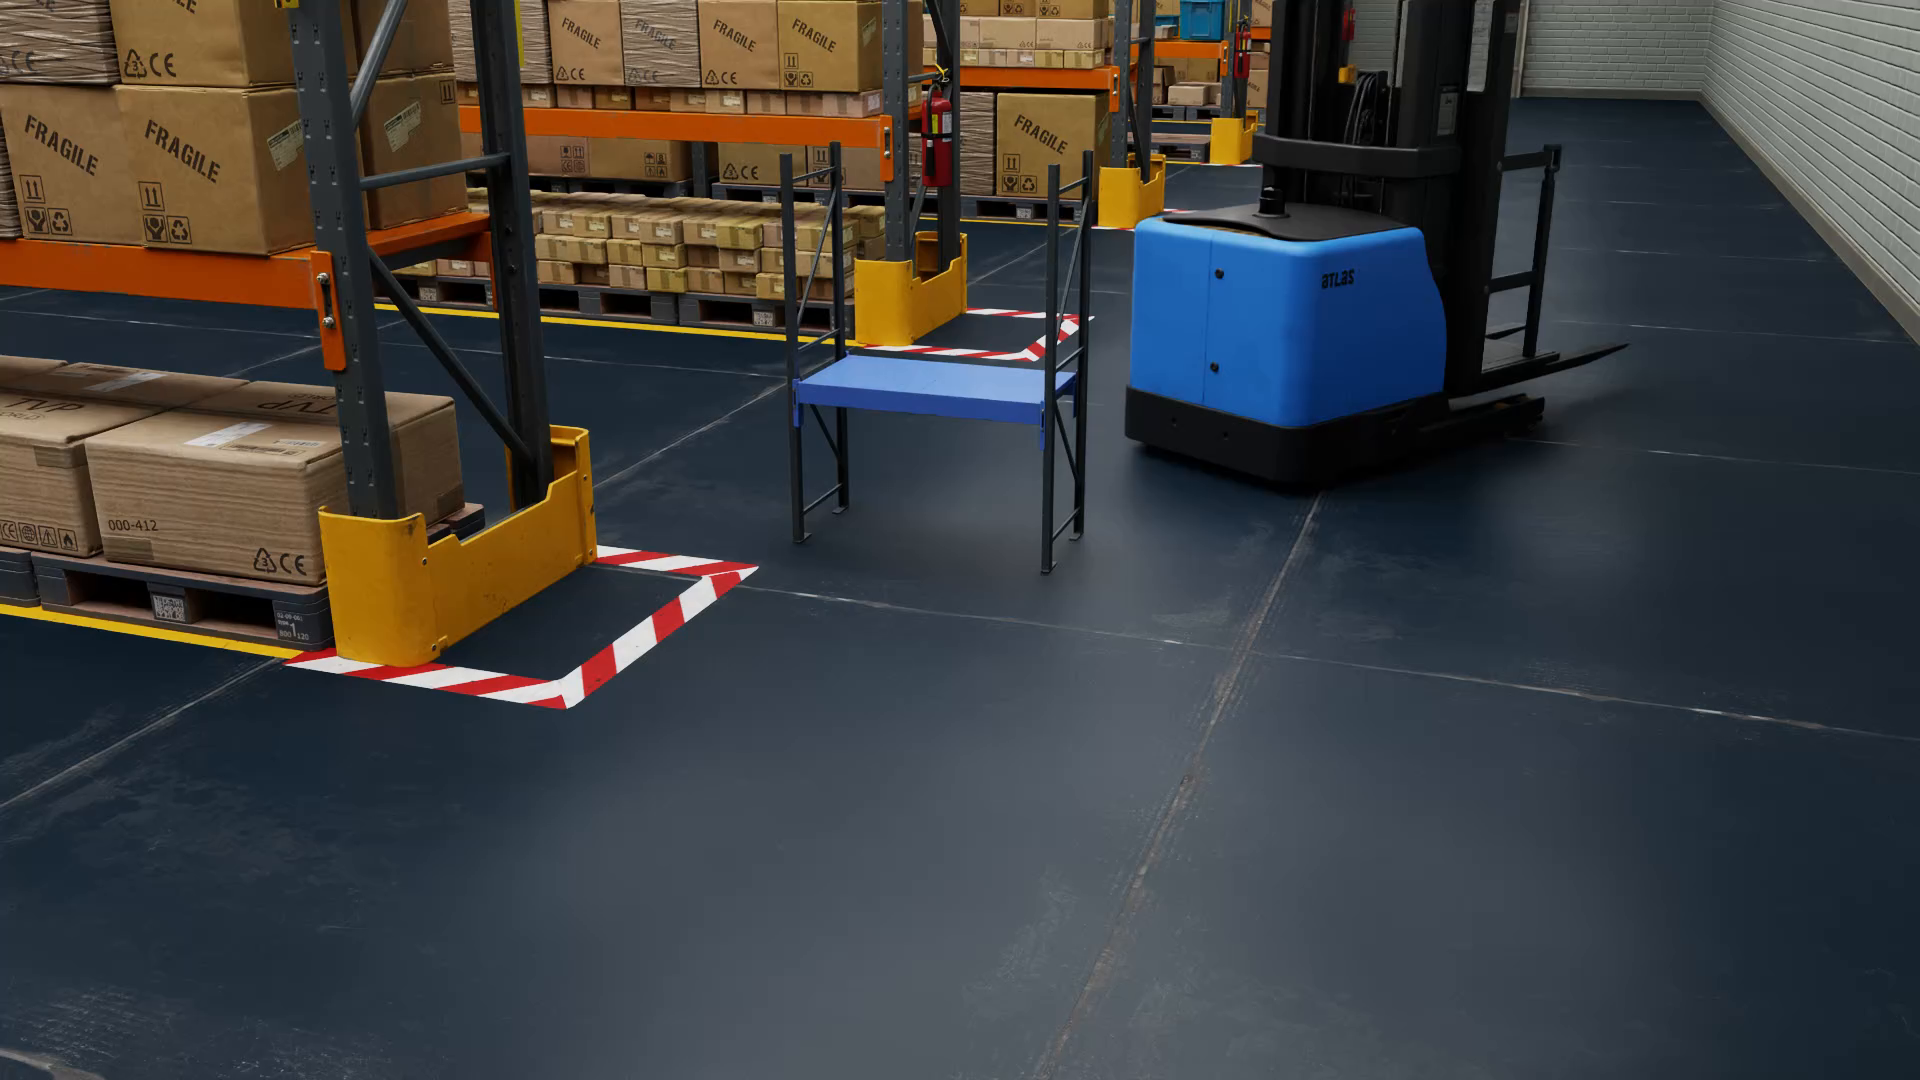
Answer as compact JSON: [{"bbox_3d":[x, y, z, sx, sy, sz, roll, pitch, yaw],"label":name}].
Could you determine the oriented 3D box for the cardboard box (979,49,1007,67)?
[{"bbox_3d":[0.340,-4.180,14.392,0.250,0.149,0.380,7,20,19],"label":"cardboard box"}]

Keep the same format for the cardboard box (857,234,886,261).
[{"bbox_3d":[-0.630,-1.878,10.647,0.250,0.149,0.380,7,21,20],"label":"cardboard box"}]

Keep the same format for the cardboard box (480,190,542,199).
[{"bbox_3d":[-3.085,-2.316,11.454,0.250,0.149,0.380,6,20,18],"label":"cardboard box"}]

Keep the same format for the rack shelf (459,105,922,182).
[{"bbox_3d":[-2.109,-2.625,10.643,4.000,0.370,1.077,7,20,18],"label":"rack shelf"}]

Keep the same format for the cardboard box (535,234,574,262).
[{"bbox_3d":[-2.526,-1.906,10.729,0.250,0.149,0.380,6,20,18],"label":"cardboard box"}]

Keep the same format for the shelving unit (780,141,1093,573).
[{"bbox_3d":[-0.081,-0.717,6.356,1.048,1.500,0.538,7,20,18],"label":"shelving unit"}]

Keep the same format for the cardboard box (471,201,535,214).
[{"bbox_3d":[-2.991,-2.131,10.922,0.250,0.149,0.380,6,20,17],"label":"cardboard box"}]

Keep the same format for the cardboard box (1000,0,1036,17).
[{"bbox_3d":[0.667,-4.893,14.694,0.500,0.500,0.500,6,20,17],"label":"cardboard box"}]

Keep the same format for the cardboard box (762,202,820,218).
[{"bbox_3d":[-1.099,-2.103,10.843,0.250,0.149,0.380,6,20,18],"label":"cardboard box"}]

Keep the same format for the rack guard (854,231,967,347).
[{"bbox_3d":[-0.291,-1.577,10.340,0.348,0.500,1.175,7,20,18],"label":"rack guard"}]

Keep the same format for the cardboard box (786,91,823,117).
[{"bbox_3d":[-0.843,-2.616,9.905,0.250,0.149,0.380,6,20,18],"label":"cardboard box"}]

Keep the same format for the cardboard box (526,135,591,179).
[{"bbox_3d":[-3.730,-4.066,16.274,0.875,0.875,1.225,6,20,16],"label":"cardboard box"}]

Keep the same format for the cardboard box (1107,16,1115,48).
[{"bbox_3d":[1.139,-4.485,14.663,0.500,0.250,0.500,6,20,17],"label":"cardboard box"}]

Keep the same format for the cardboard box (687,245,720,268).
[{"bbox_3d":[-1.523,-1.826,10.499,0.250,0.149,0.380,6,20,17],"label":"cardboard box"}]

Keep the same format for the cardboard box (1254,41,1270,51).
[{"bbox_3d":[5.155,-8.399,28.289,0.250,0.149,0.380,7,20,19],"label":"cardboard box"}]

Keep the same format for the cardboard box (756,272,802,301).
[{"bbox_3d":[-1.061,-1.589,10.271,0.250,0.149,0.380,7,20,20],"label":"cardboard box"}]

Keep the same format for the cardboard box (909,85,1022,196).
[{"bbox_3d":[0.013,-3.617,14.987,0.875,0.875,0.875,7,20,18],"label":"cardboard box"}]

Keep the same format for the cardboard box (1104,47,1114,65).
[{"bbox_3d":[1.277,-4.302,14.743,0.250,0.149,0.380,7,20,19],"label":"cardboard box"}]

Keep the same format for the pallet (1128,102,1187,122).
[{"bbox_3d":[2.784,-6.269,24.241,1.213,0.211,1.003,7,20,18],"label":"pallet"}]

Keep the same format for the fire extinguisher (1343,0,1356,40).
[{"bbox_3d":[6.371,-8.528,27.168,0.183,0.674,0.296,7,20,18],"label":"fire extinguisher"}]

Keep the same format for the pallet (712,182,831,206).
[{"bbox_3d":[-1.582,-3.289,15.690,1.213,0.211,1.003,7,20,18],"label":"pallet"}]

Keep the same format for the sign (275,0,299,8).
[{"bbox_3d":[-1.940,-1.690,4.749,0.005,0.325,0.100,7,20,18],"label":"sign"}]

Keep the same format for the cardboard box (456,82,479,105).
[{"bbox_3d":[-3.046,-2.881,10.667,0.250,0.149,0.380,6,20,16],"label":"cardboard box"}]

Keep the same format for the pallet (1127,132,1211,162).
[{"bbox_3d":[2.363,-4.604,19.465,1.213,0.211,1.003,7,20,18],"label":"pallet"}]

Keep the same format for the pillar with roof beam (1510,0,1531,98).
[{"bbox_3d":[7.802,-10.372,22.660,0.400,9.000,9.100,7,20,18],"label":"pillar with roof beam"}]

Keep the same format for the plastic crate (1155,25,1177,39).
[{"bbox_3d":[2.299,-5.756,18.840,0.243,0.136,0.396,7,20,18],"label":"plastic crate"}]

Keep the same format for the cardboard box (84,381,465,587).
[{"bbox_3d":[-2.405,-0.227,5.926,0.875,0.438,0.875,6,20,16],"label":"cardboard box"}]

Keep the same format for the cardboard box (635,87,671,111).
[{"bbox_3d":[-1.808,-2.744,10.273,0.250,0.149,0.380,6,20,16],"label":"cardboard box"}]

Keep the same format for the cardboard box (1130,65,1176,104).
[{"bbox_3d":[2.756,-6.619,24.133,0.637,0.503,0.797,7,20,18],"label":"cardboard box"}]

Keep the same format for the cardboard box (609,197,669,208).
[{"bbox_3d":[-2.121,-2.177,11.055,0.250,0.149,0.380,7,20,18],"label":"cardboard box"}]

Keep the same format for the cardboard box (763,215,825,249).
[{"bbox_3d":[-1.021,-1.905,10.274,0.250,0.149,0.380,7,20,19],"label":"cardboard box"}]

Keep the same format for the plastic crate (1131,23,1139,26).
[{"bbox_3d":[2.087,-5.986,19.502,0.298,0.136,0.250,7,20,18],"label":"plastic crate"}]

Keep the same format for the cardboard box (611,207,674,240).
[{"bbox_3d":[-2.016,-2.016,10.592,0.250,0.149,0.380,6,20,16],"label":"cardboard box"}]

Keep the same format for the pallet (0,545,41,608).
[{"bbox_3d":[-3.678,-0.076,6.475,1.213,0.211,1.003,7,20,18],"label":"pallet"}]

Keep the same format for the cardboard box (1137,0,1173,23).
[{"bbox_3d":[2.809,-7.536,23.485,0.500,0.500,0.500,6,20,17],"label":"cardboard box"}]

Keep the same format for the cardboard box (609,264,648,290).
[{"bbox_3d":[-2.033,-1.711,10.620,0.250,0.149,0.380,7,20,19],"label":"cardboard box"}]

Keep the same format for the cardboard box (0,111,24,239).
[{"bbox_3d":[-3.249,-1.327,5.674,0.500,0.500,0.500,7,20,20],"label":"cardboard box"}]

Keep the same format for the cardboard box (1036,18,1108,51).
[{"bbox_3d":[0.959,-4.319,14.187,0.500,0.250,0.500,6,20,17],"label":"cardboard box"}]

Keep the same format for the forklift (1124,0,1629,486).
[{"bbox_3d":[2.222,-1.996,7.849,3.031,2.935,1.130,-15,24,-37],"label":"forklift"}]

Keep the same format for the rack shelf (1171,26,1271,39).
[{"bbox_3d":[2.869,-7.236,23.871,4.000,0.370,1.077,7,20,18],"label":"rack shelf"}]

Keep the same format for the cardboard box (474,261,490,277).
[{"bbox_3d":[-3.000,-1.842,10.998,0.250,0.149,0.380,6,20,17],"label":"cardboard box"}]

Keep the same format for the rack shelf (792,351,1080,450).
[{"bbox_3d":[-0.081,-0.548,6.415,1.000,0.185,0.538,7,20,18],"label":"rack shelf"}]

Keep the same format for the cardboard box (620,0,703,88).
[{"bbox_3d":[-1.695,-3.014,10.062,0.500,0.500,0.500,7,20,18],"label":"cardboard box"}]

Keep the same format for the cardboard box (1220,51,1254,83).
[{"bbox_3d":[4.738,-8.071,28.333,0.500,0.500,0.700,6,20,16],"label":"cardboard box"}]

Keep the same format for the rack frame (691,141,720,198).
[{"bbox_3d":[-2.275,-4.712,15.537,0.127,3.000,1.000,7,20,18],"label":"rack frame"}]
